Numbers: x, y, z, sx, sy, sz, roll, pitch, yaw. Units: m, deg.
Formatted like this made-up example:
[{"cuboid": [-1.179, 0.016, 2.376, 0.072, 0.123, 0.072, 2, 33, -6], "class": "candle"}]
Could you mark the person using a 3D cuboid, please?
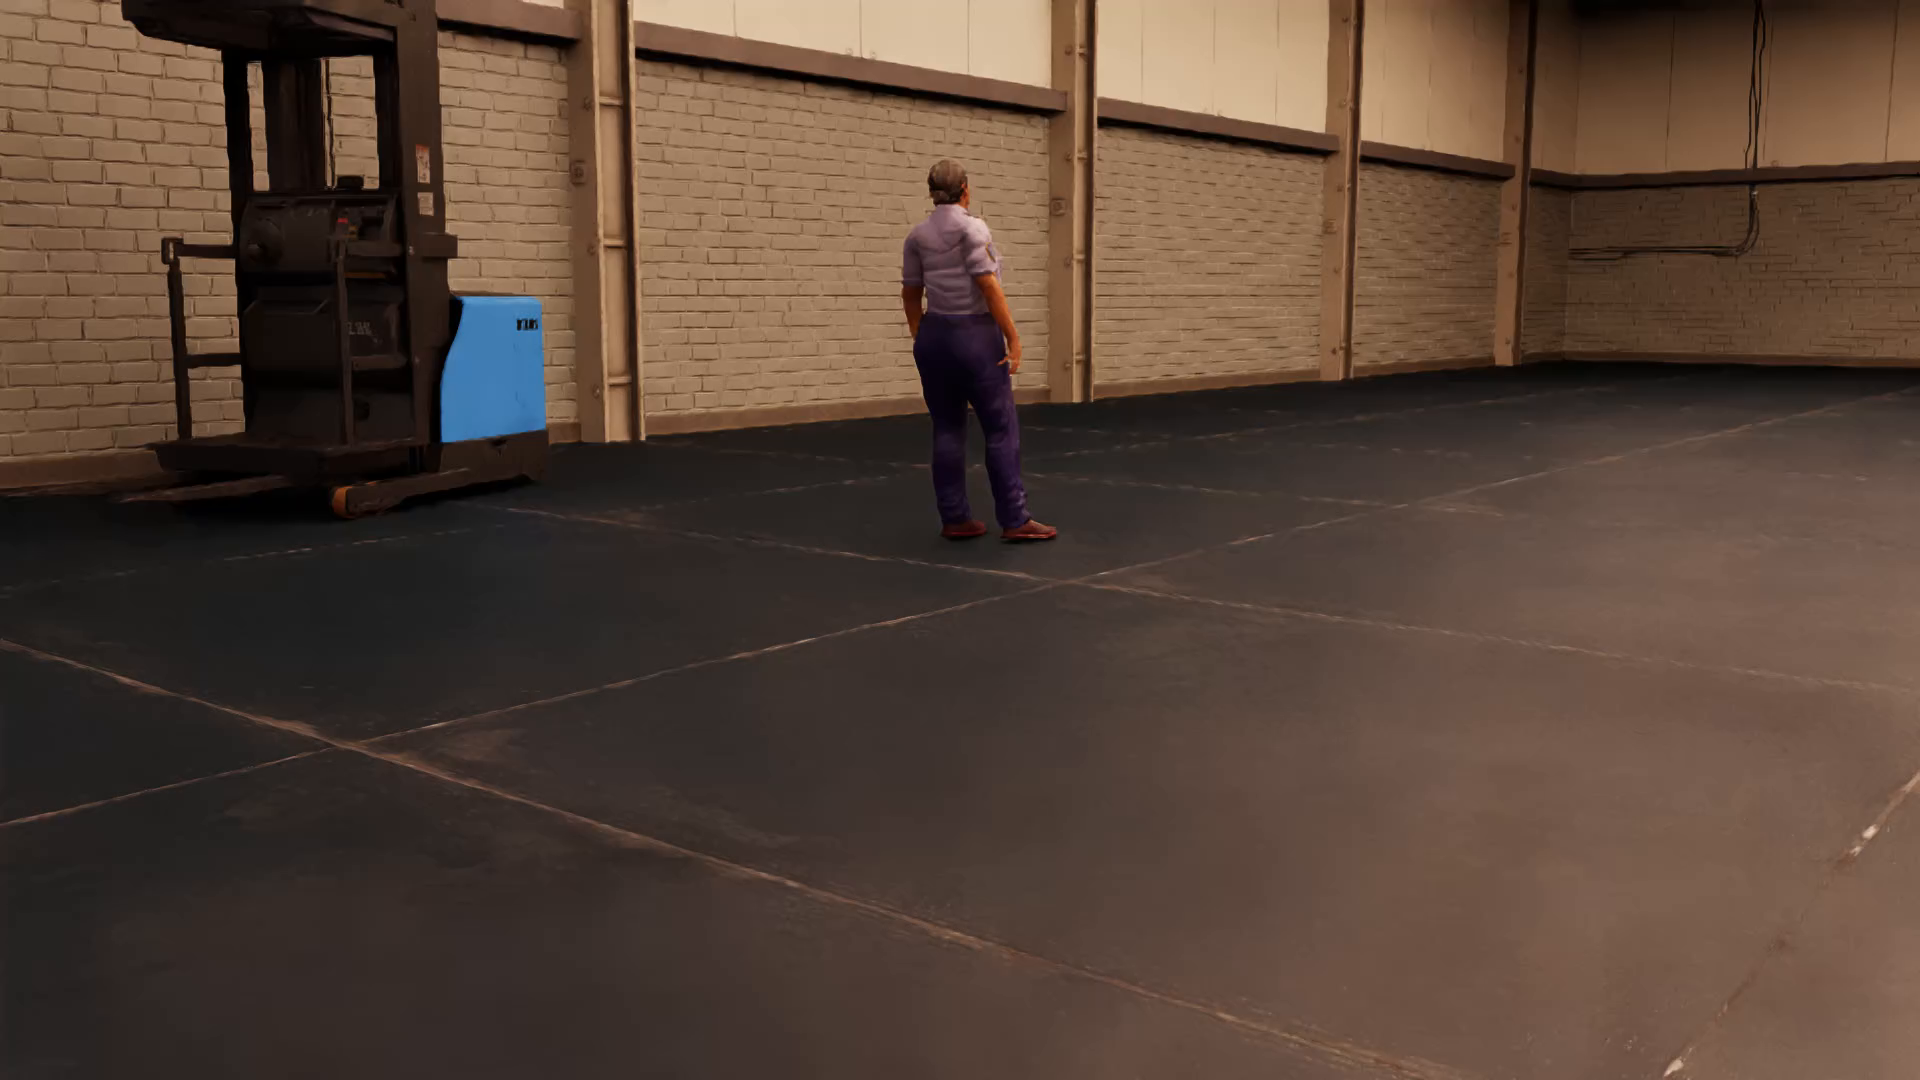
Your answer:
[{"cuboid": [0.074, -0.830, 7.340, 0.599, 1.650, 0.502, 7, 11, 38], "class": "person"}]

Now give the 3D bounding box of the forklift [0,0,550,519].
[{"cuboid": [-3.351, -1.614, 8.313, 1.130, 2.935, 3.031, 3, 9, 19], "class": "forklift"}]
